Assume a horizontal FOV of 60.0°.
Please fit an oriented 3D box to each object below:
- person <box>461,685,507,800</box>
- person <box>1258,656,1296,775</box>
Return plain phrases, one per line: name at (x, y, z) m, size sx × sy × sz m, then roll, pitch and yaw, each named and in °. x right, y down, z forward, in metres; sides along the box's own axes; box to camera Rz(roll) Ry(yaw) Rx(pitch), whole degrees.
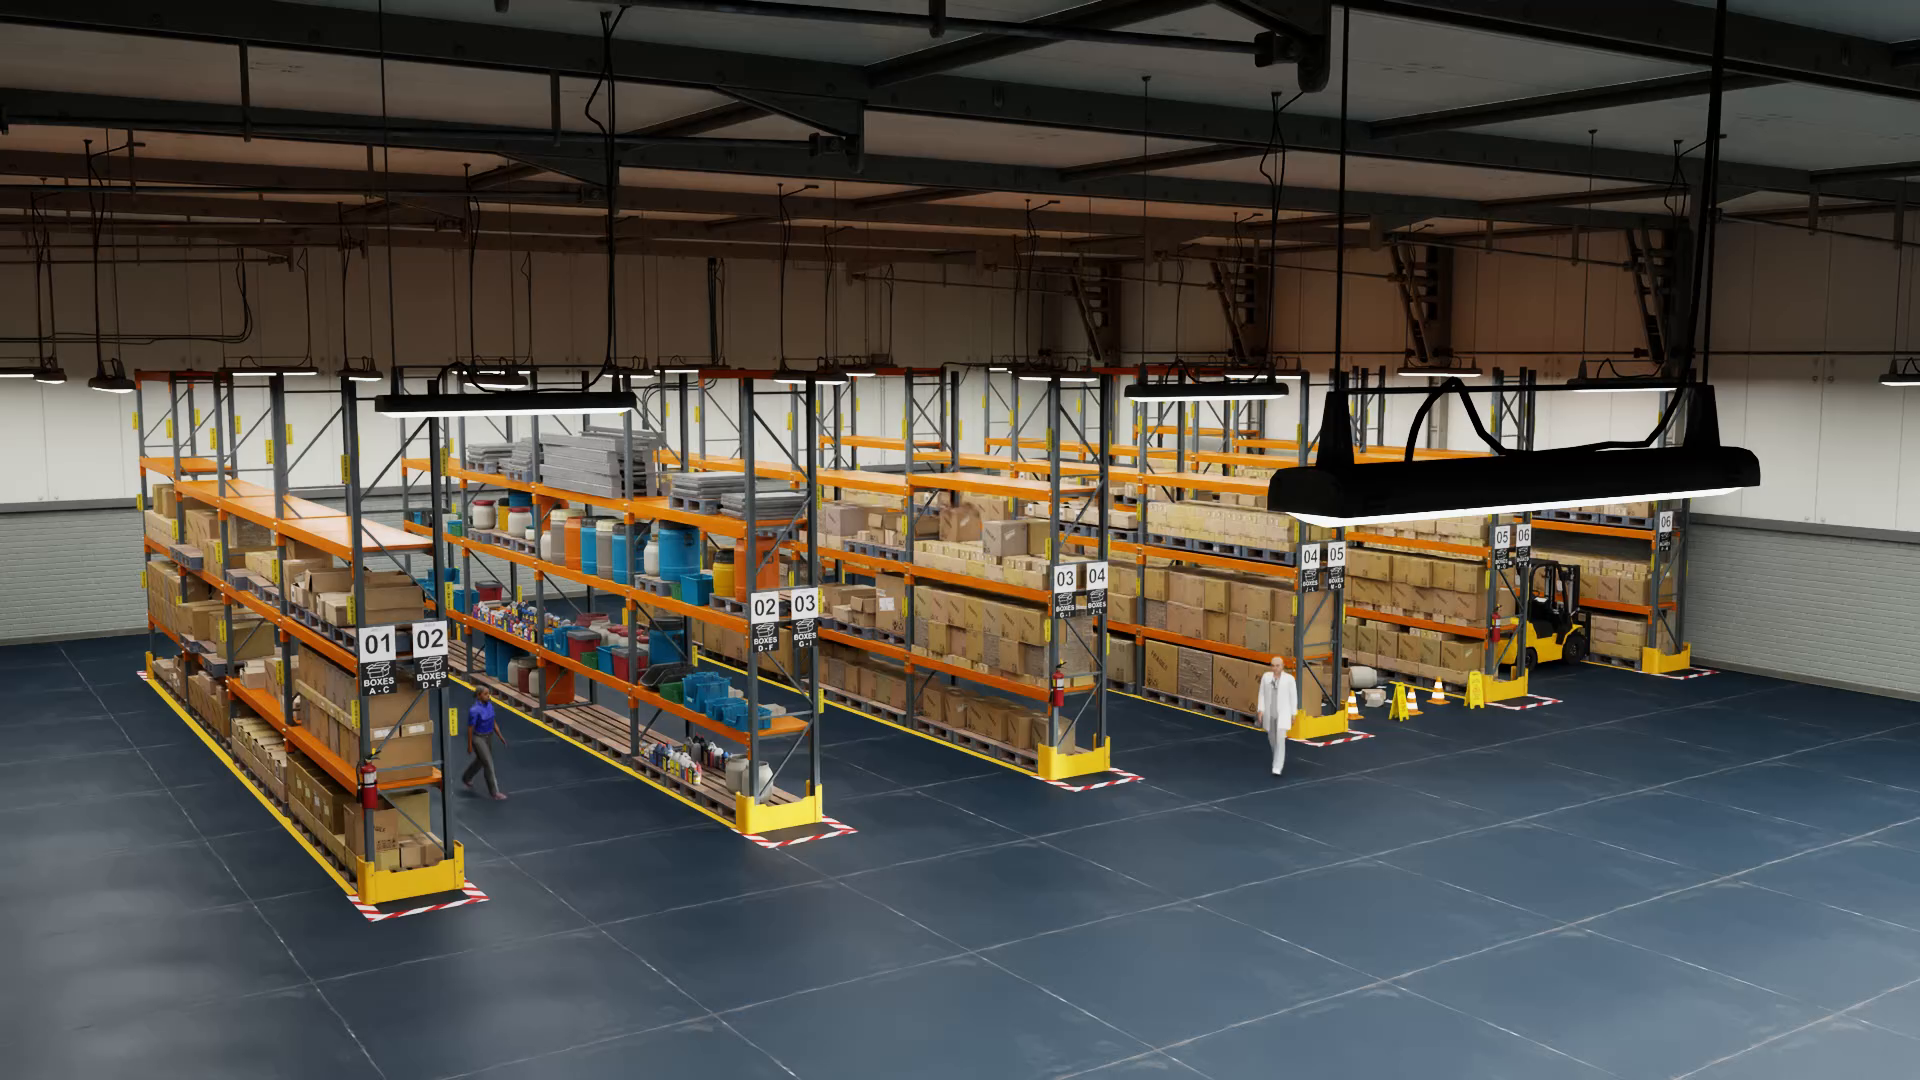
person at (-6.807, 2.847, 23.698) m, size 1.070 × 1.593 × 0.513 m, roll 4°, pitch 8°, yaw 31°
person at (4.791, 2.630, 25.149) m, size 0.534 × 1.760 × 0.960 m, roll 4°, pitch 8°, yaw 34°
